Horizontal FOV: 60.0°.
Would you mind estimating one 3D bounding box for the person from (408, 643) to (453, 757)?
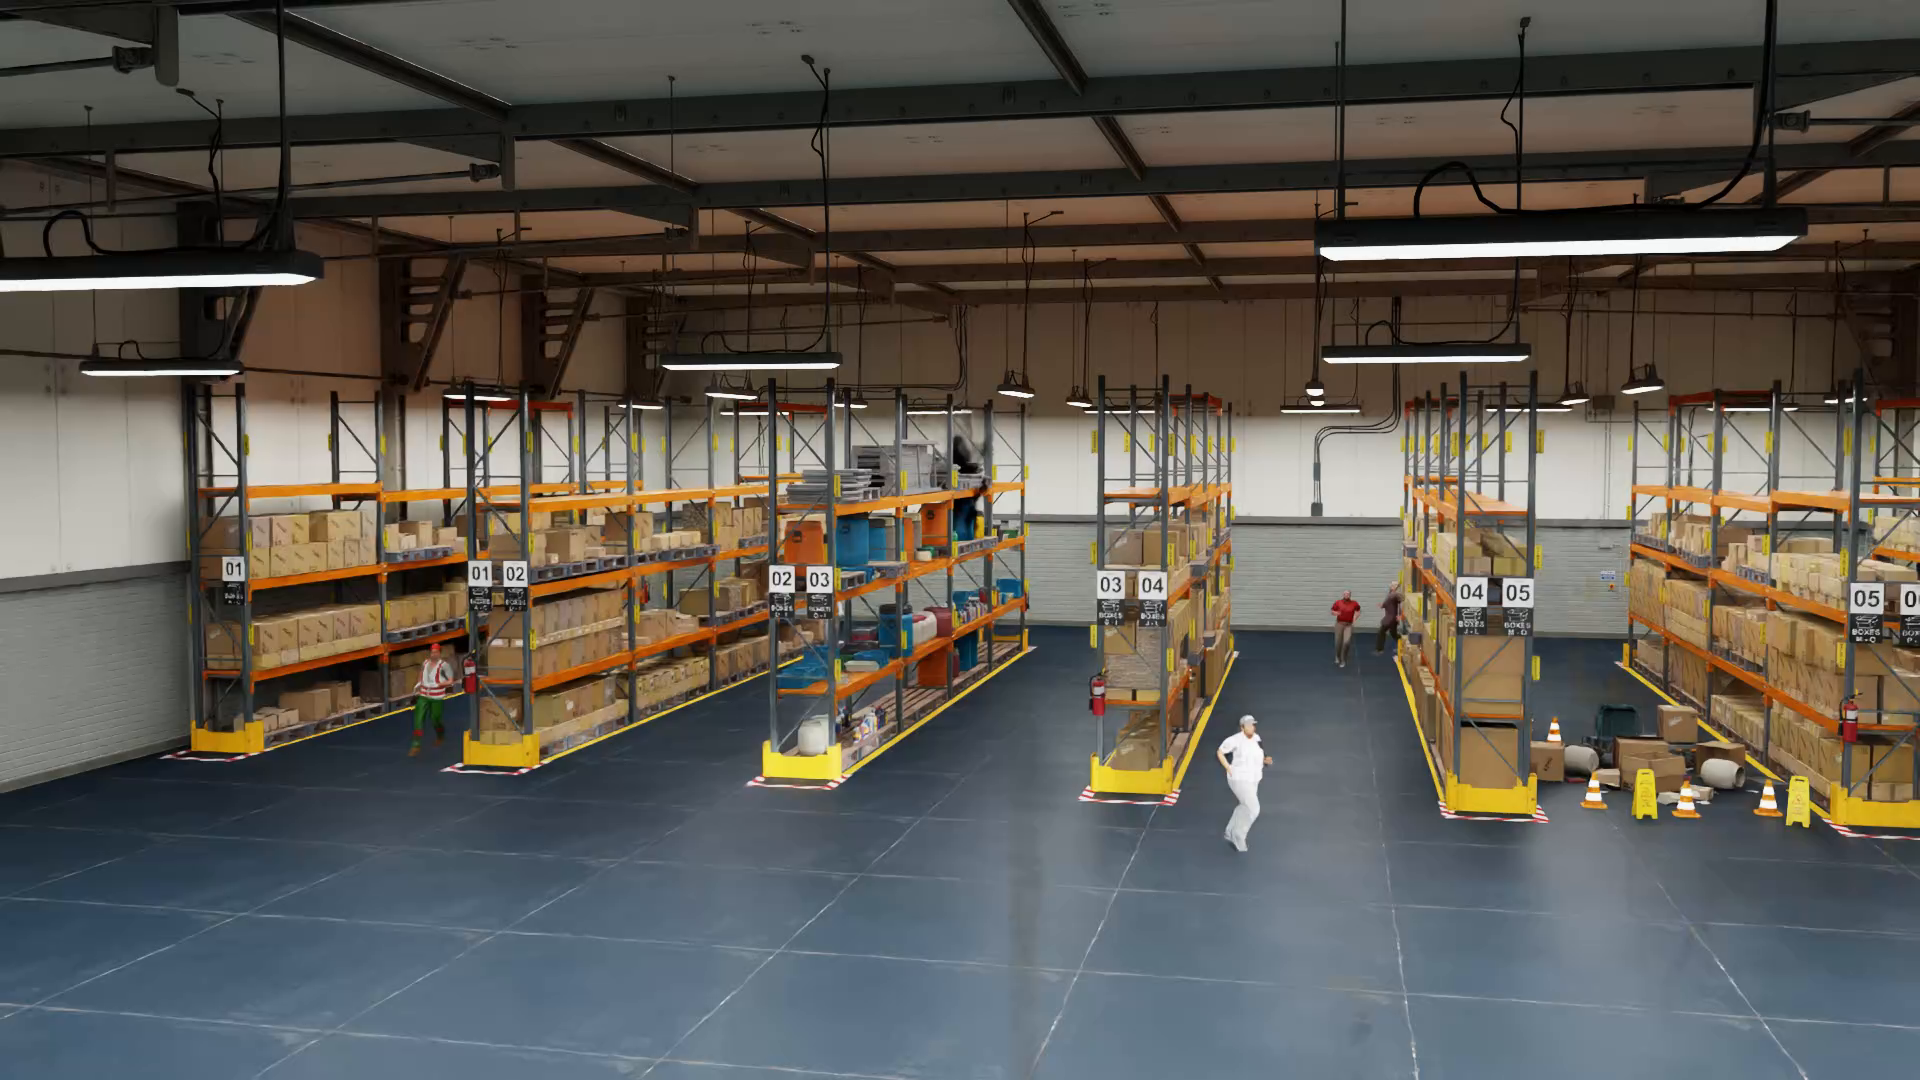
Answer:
[{"bbox_3d":[-8.548,2.559,26.974,0.694,1.780,0.962,1,3,9],"label":"person"}]

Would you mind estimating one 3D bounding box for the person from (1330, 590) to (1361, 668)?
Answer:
[{"bbox_3d":[8.706,2.014,37.591,0.657,1.803,0.782,1,3,18],"label":"person"}]

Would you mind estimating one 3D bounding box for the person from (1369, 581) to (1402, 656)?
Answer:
[{"bbox_3d":[10.223,1.871,39.517,0.970,1.803,0.743,0,3,6],"label":"person"}]

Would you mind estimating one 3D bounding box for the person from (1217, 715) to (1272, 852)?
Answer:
[{"bbox_3d":[3.561,3.014,20.615,0.574,1.704,0.687,-3,4,-38],"label":"person"}]

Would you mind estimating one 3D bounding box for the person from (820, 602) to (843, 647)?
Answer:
[{"bbox_3d":[-2.751,1.881,35.588,0.510,1.655,0.700,0,3,1],"label":"person"}]
